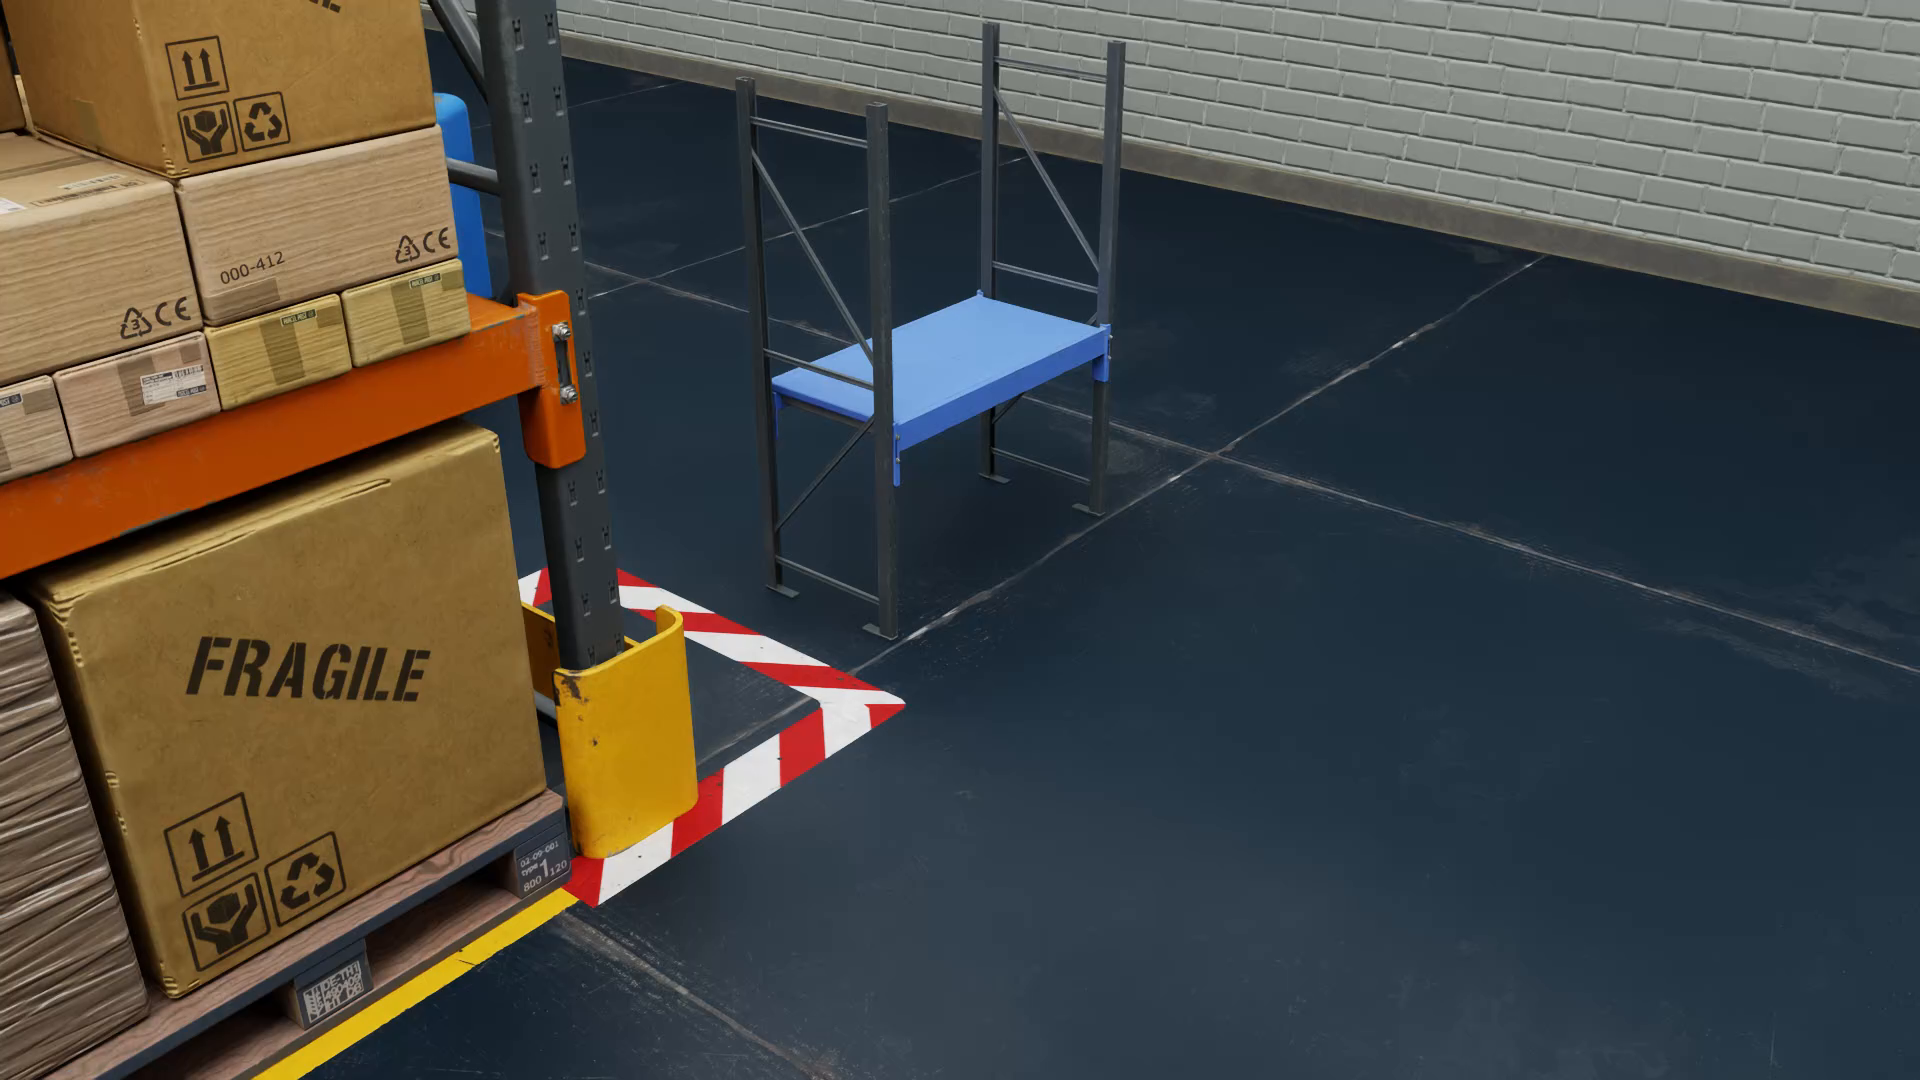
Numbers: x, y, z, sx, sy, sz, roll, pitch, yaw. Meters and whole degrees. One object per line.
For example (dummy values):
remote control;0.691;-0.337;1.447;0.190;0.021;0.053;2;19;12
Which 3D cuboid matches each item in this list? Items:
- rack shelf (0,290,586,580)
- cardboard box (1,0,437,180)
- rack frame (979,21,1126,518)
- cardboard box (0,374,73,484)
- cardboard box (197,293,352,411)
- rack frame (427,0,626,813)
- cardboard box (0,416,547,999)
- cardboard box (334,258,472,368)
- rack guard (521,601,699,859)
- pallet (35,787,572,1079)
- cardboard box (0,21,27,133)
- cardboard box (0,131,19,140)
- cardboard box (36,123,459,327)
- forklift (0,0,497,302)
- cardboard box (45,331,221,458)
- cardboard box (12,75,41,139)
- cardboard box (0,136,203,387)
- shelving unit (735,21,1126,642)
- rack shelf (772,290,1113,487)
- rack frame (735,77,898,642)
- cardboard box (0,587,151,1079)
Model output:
rack shelf;-2.456;0.220;2.342;1.077;0.370;4.000;21;34;34
cardboard box;-1.291;-0.957;2.859;0.500;0.500;0.500;21;34;35
rack frame;0.269;-0.816;5.195;0.500;1.500;0.032;21;34;34
cardboard box;-1.641;-0.204;2.654;0.380;0.149;0.250;21;34;35
cardboard box;-1.320;-0.382;2.996;0.380;0.149;0.250;21;34;35
rack frame;-1.183;-0.808;3.548;1.000;3.000;0.127;21;34;34
cardboard box;-1.529;0.199;3.456;0.875;0.875;0.875;21;34;34
cardboard box;-1.156;-0.474;3.176;0.380;0.149;0.250;22;34;35
rack guard;-1.168;0.293;4.139;1.175;0.500;0.348;21;34;34
pallet;-1.632;0.737;3.596;1.003;0.211;1.213;21;34;34
cardboard box;-2.015;-0.938;2.823;0.500;0.500;0.500;20;33;33
cardboard box;-2.023;-0.596;2.978;0.500;0.250;0.500;20;34;34
cardboard box;-1.287;-0.624;3.032;0.500;0.250;0.500;20;33;34
forklift;-3.336;-1.847;5.631;3.031;2.935;1.130;3;28;6
cardboard box;-1.481;-0.292;2.824;0.380;0.149;0.250;21;34;35
cardboard box;-1.697;-0.783;3.338;0.500;0.250;0.500;20;33;33
cardboard box;-1.610;-0.445;2.685;0.500;0.250;0.500;20;33;34
shelving unit;-0.054;-0.636;4.847;0.538;1.500;1.048;21;34;34
rack shelf;-0.054;-0.476;4.930;0.538;0.185;1.000;21;34;34
rack frame;-0.378;-0.456;4.499;0.500;1.500;0.032;21;34;34
cardboard box;-2.108;0.522;2.832;0.875;0.875;0.875;21;34;34
